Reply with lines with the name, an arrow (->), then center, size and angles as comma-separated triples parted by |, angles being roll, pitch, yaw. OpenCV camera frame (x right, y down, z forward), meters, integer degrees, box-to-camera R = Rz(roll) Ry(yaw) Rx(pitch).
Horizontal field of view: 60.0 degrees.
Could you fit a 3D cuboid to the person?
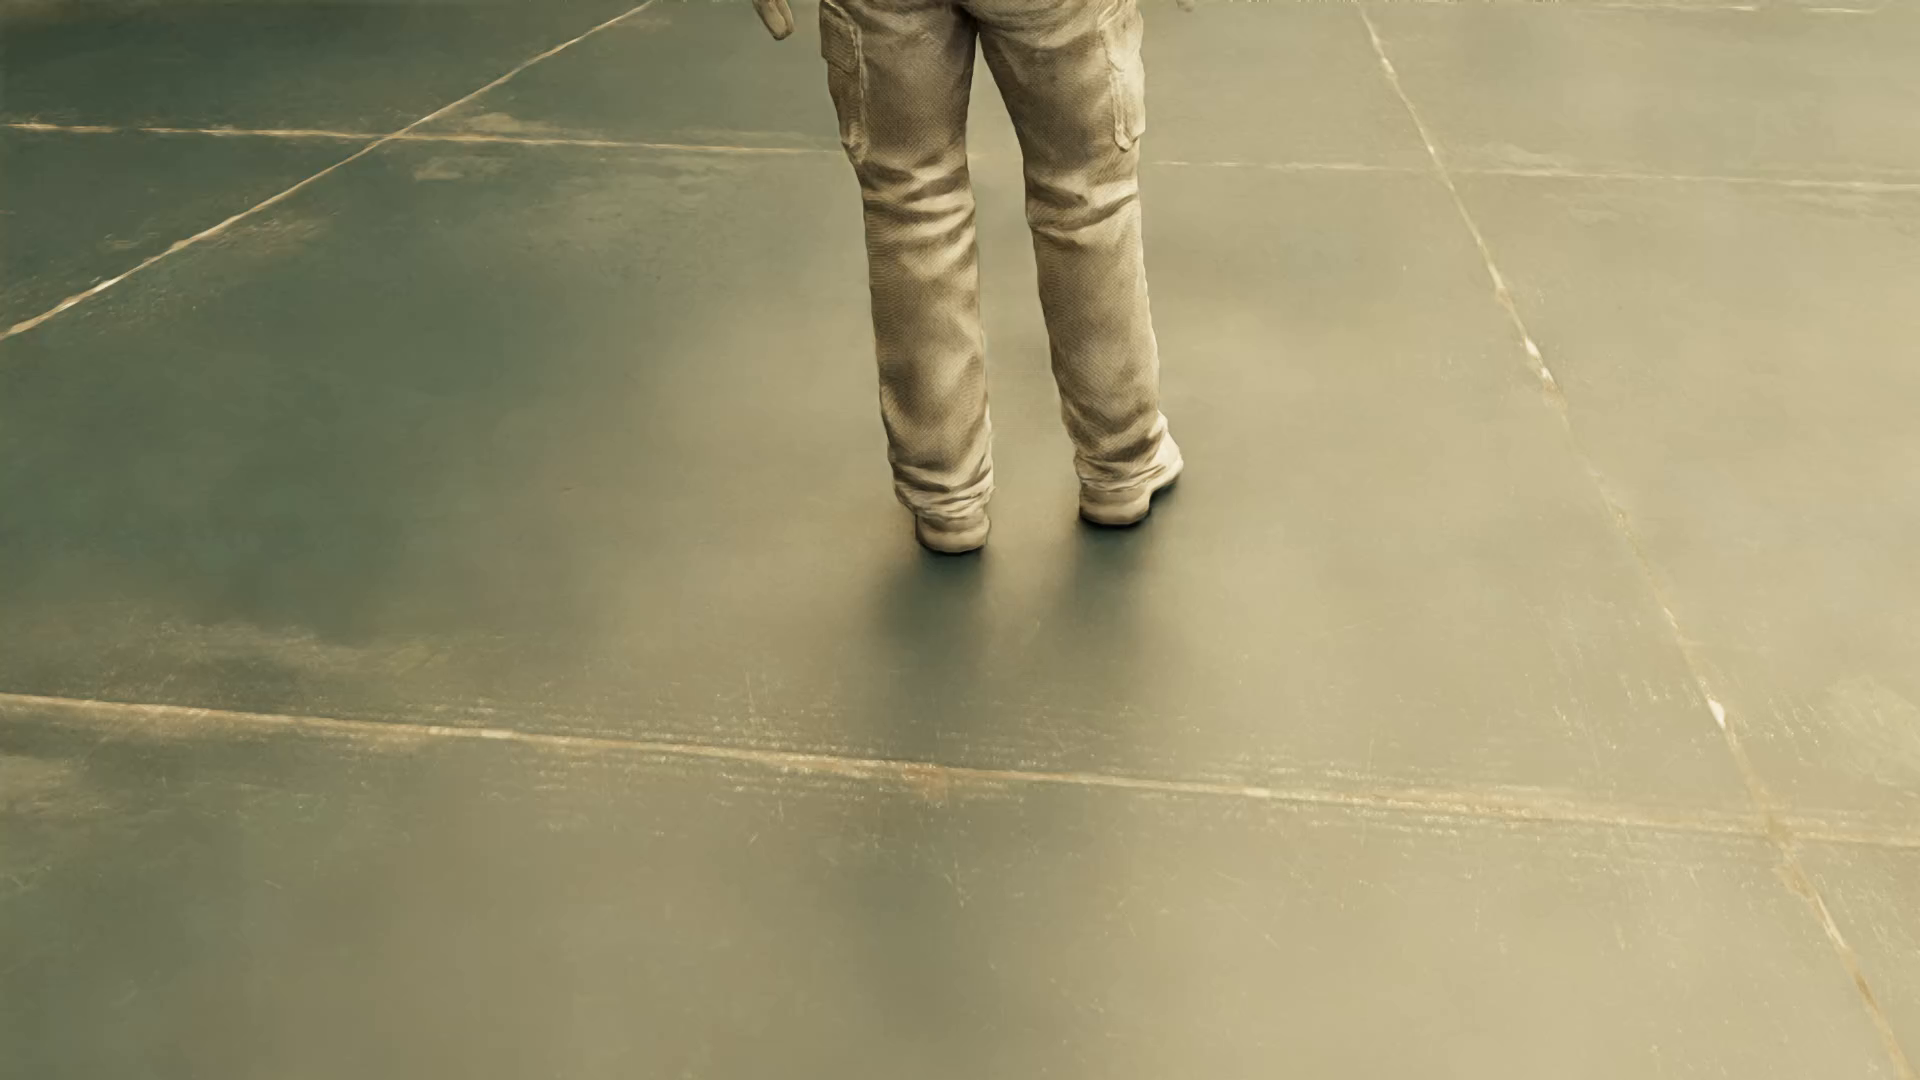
person -> 0.017, -0.835, 2.162 | 0.655, 1.782, 0.576 | 3, 27, 7
